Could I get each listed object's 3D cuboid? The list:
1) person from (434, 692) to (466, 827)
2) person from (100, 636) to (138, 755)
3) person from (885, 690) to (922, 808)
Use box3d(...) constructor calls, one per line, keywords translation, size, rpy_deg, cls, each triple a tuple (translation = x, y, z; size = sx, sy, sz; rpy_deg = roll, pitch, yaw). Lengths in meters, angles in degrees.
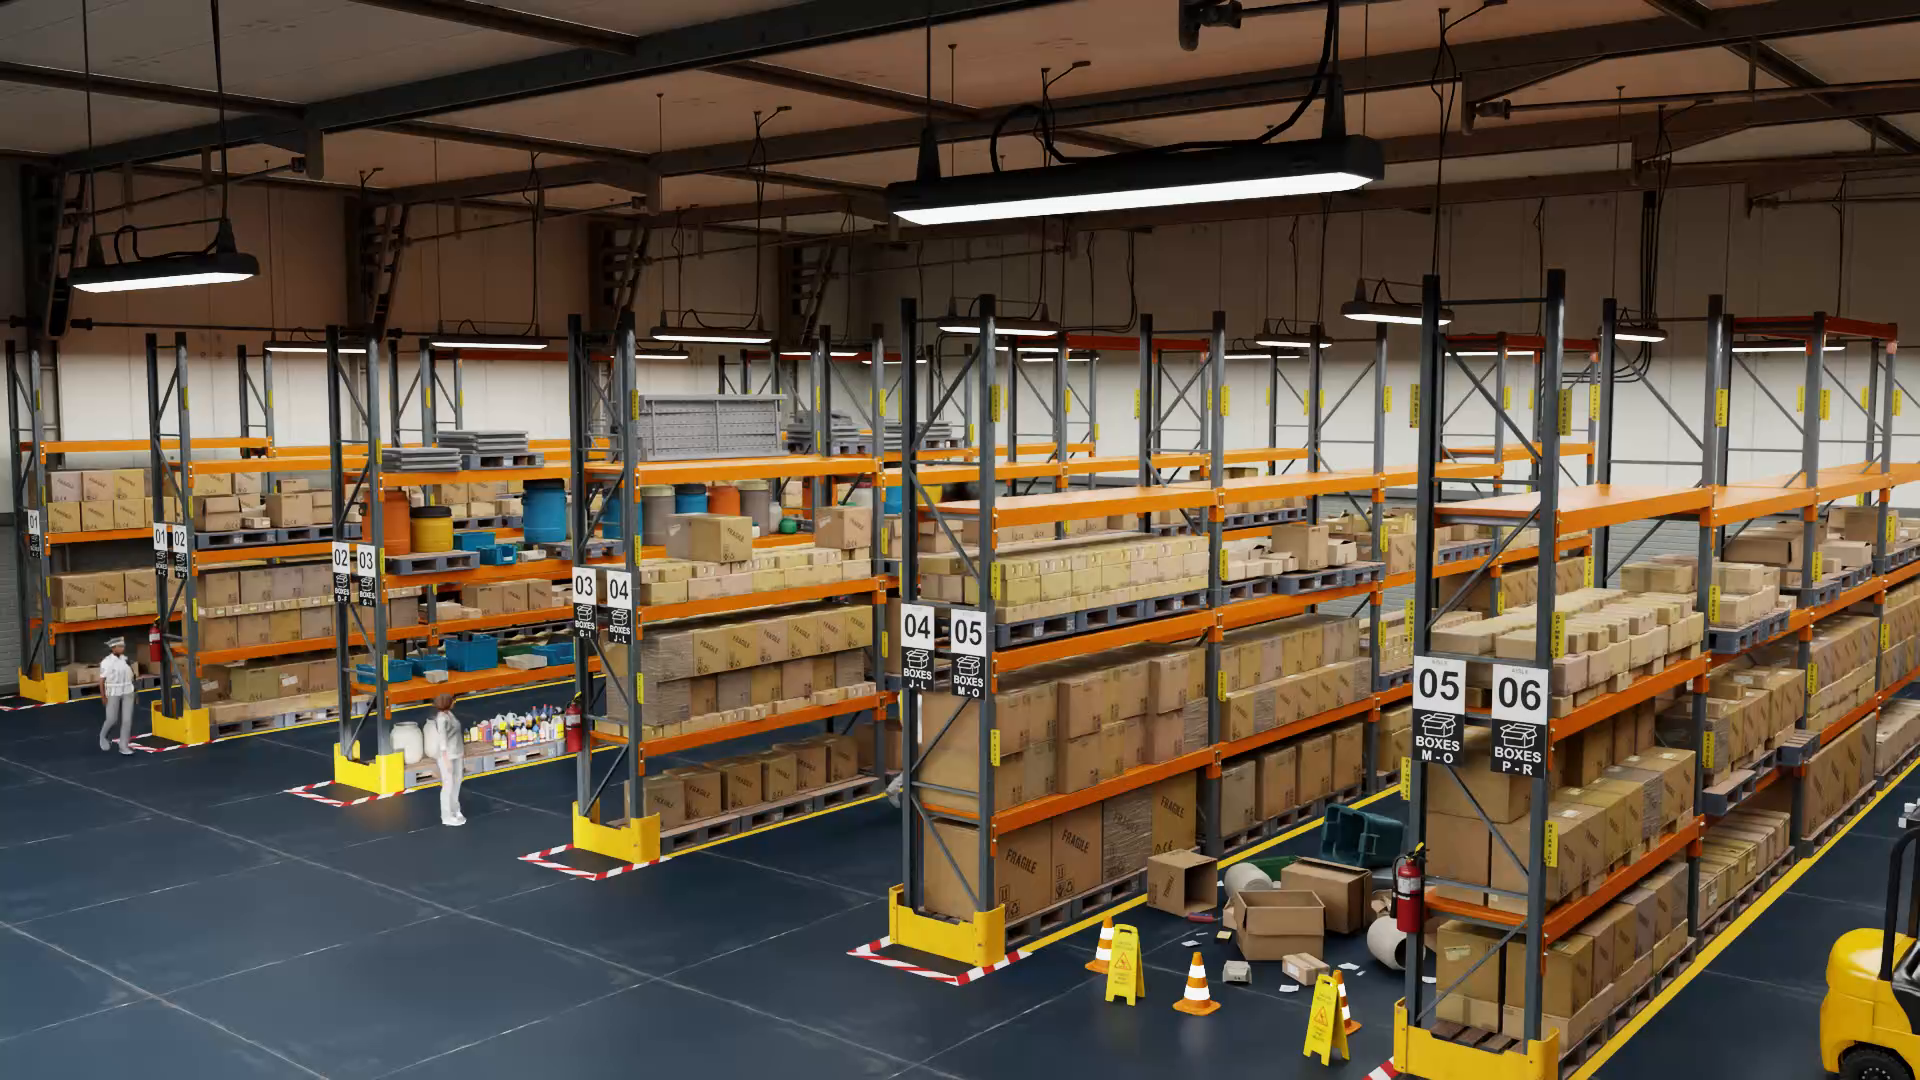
box3d(translation=(-6.055, 2.606, 19.802), size=(0.356, 1.625, 0.505), rpy_deg=(1, 5, 11), cls="person")
box3d(translation=(-11.950, 2.194, 23.584), size=(0.511, 1.674, 0.500), rpy_deg=(5, 7, 44), cls="person")
box3d(translation=(-0.563, 2.440, 20.221), size=(0.670, 1.741, 0.573), rpy_deg=(-2, 5, -21), cls="person")
